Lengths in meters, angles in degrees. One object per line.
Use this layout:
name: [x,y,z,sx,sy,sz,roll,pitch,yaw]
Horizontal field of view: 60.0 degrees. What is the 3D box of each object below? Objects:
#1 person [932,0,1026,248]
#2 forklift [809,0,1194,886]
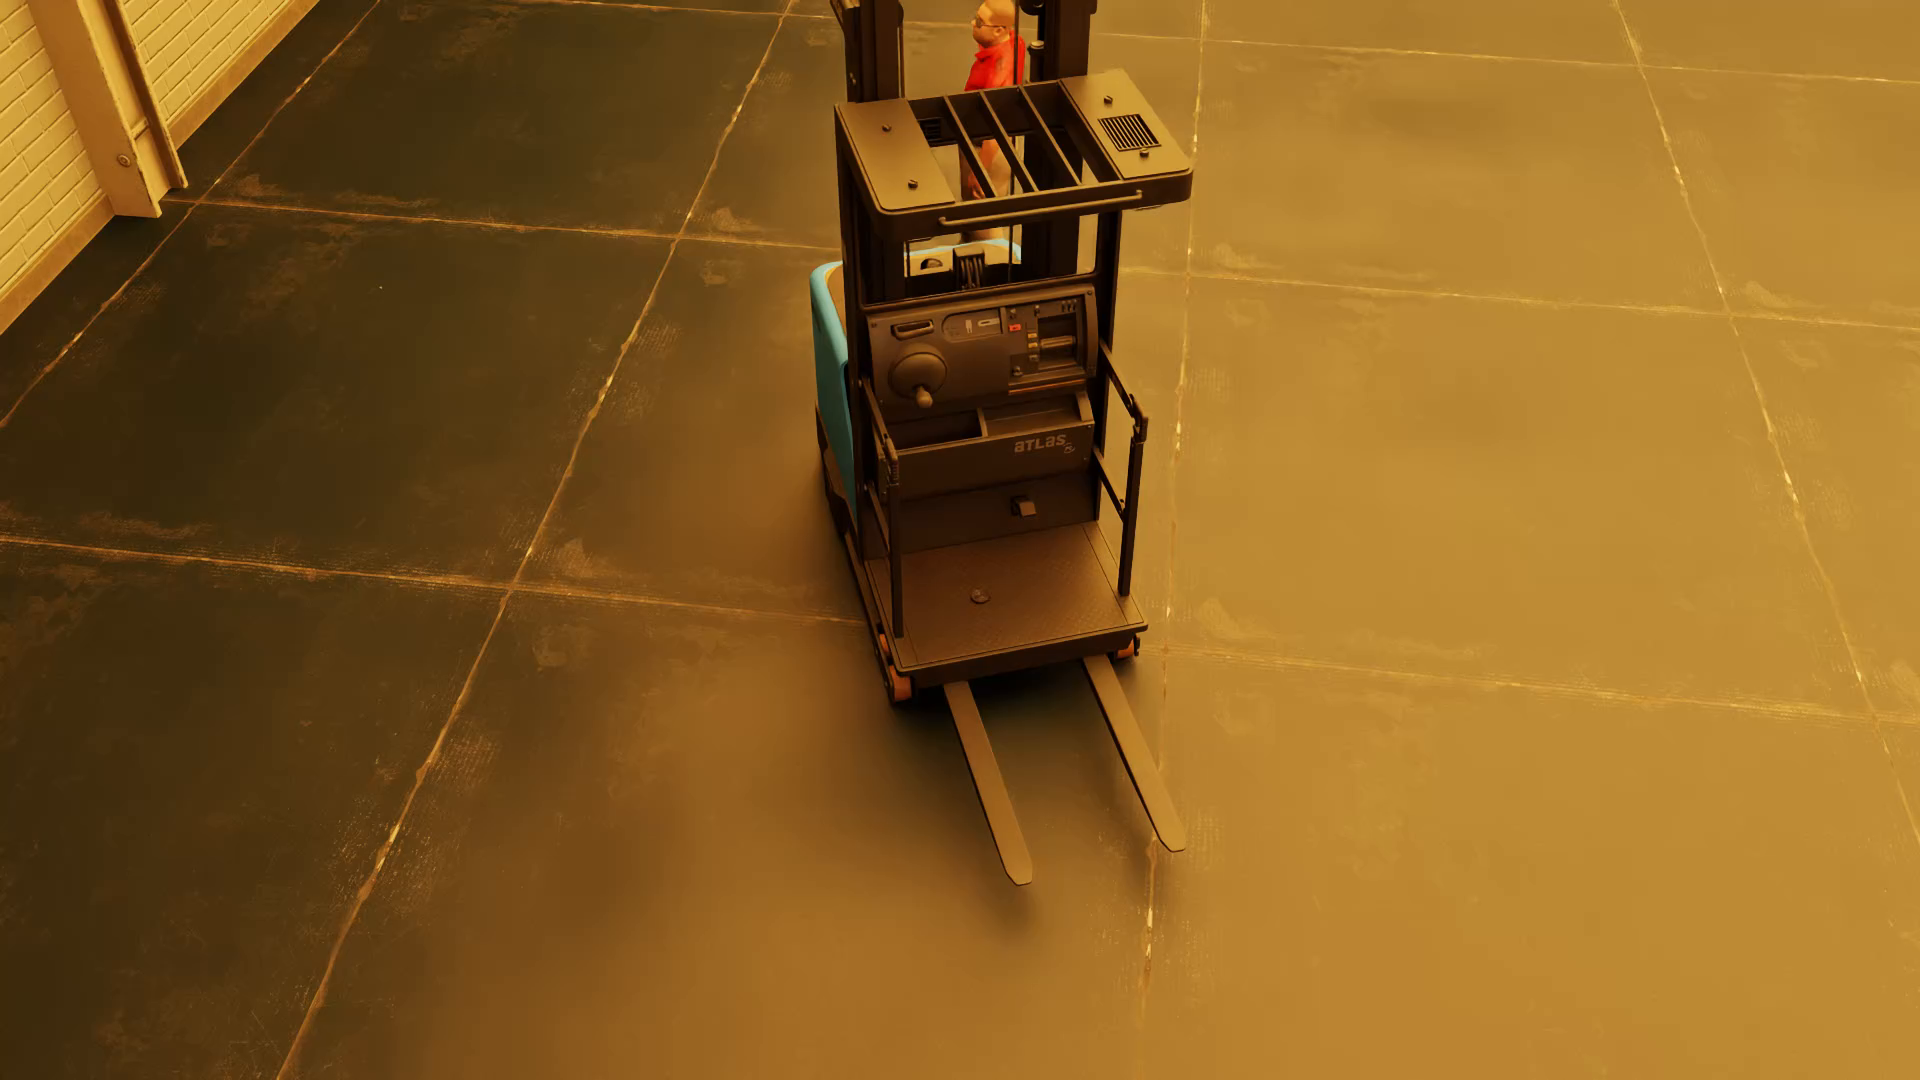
person: [0.058,-2.088,8.880,0.538,1.734,0.651,4,43,5]
forklift: [0.153,-0.681,6.465,1.130,2.935,3.031,-10,44,-11]
